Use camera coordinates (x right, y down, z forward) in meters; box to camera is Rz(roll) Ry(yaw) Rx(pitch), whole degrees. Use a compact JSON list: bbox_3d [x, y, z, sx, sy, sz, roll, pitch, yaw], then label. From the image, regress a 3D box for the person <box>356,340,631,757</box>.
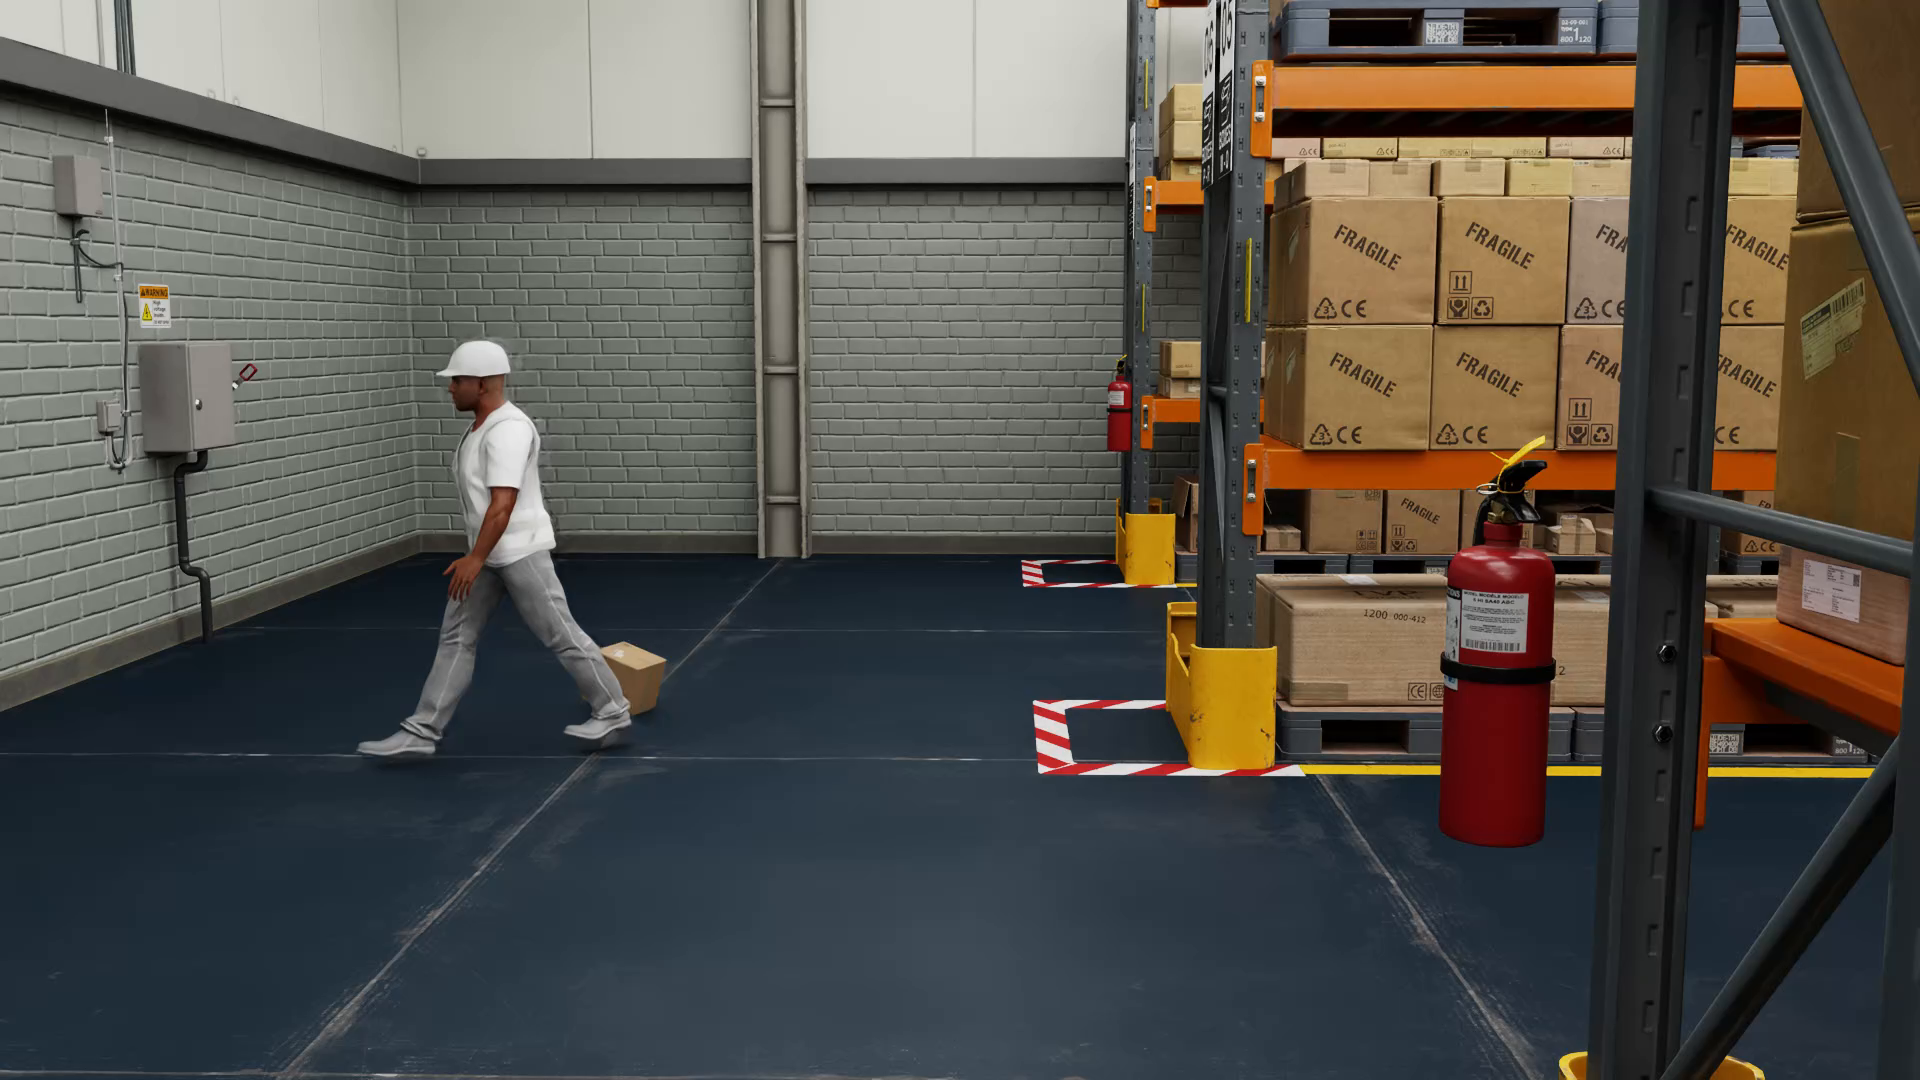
[{"bbox_3d":[-1.914,0.035,6.838,1.102,1.693,0.587,-5,9,-33],"label":"person"}]
